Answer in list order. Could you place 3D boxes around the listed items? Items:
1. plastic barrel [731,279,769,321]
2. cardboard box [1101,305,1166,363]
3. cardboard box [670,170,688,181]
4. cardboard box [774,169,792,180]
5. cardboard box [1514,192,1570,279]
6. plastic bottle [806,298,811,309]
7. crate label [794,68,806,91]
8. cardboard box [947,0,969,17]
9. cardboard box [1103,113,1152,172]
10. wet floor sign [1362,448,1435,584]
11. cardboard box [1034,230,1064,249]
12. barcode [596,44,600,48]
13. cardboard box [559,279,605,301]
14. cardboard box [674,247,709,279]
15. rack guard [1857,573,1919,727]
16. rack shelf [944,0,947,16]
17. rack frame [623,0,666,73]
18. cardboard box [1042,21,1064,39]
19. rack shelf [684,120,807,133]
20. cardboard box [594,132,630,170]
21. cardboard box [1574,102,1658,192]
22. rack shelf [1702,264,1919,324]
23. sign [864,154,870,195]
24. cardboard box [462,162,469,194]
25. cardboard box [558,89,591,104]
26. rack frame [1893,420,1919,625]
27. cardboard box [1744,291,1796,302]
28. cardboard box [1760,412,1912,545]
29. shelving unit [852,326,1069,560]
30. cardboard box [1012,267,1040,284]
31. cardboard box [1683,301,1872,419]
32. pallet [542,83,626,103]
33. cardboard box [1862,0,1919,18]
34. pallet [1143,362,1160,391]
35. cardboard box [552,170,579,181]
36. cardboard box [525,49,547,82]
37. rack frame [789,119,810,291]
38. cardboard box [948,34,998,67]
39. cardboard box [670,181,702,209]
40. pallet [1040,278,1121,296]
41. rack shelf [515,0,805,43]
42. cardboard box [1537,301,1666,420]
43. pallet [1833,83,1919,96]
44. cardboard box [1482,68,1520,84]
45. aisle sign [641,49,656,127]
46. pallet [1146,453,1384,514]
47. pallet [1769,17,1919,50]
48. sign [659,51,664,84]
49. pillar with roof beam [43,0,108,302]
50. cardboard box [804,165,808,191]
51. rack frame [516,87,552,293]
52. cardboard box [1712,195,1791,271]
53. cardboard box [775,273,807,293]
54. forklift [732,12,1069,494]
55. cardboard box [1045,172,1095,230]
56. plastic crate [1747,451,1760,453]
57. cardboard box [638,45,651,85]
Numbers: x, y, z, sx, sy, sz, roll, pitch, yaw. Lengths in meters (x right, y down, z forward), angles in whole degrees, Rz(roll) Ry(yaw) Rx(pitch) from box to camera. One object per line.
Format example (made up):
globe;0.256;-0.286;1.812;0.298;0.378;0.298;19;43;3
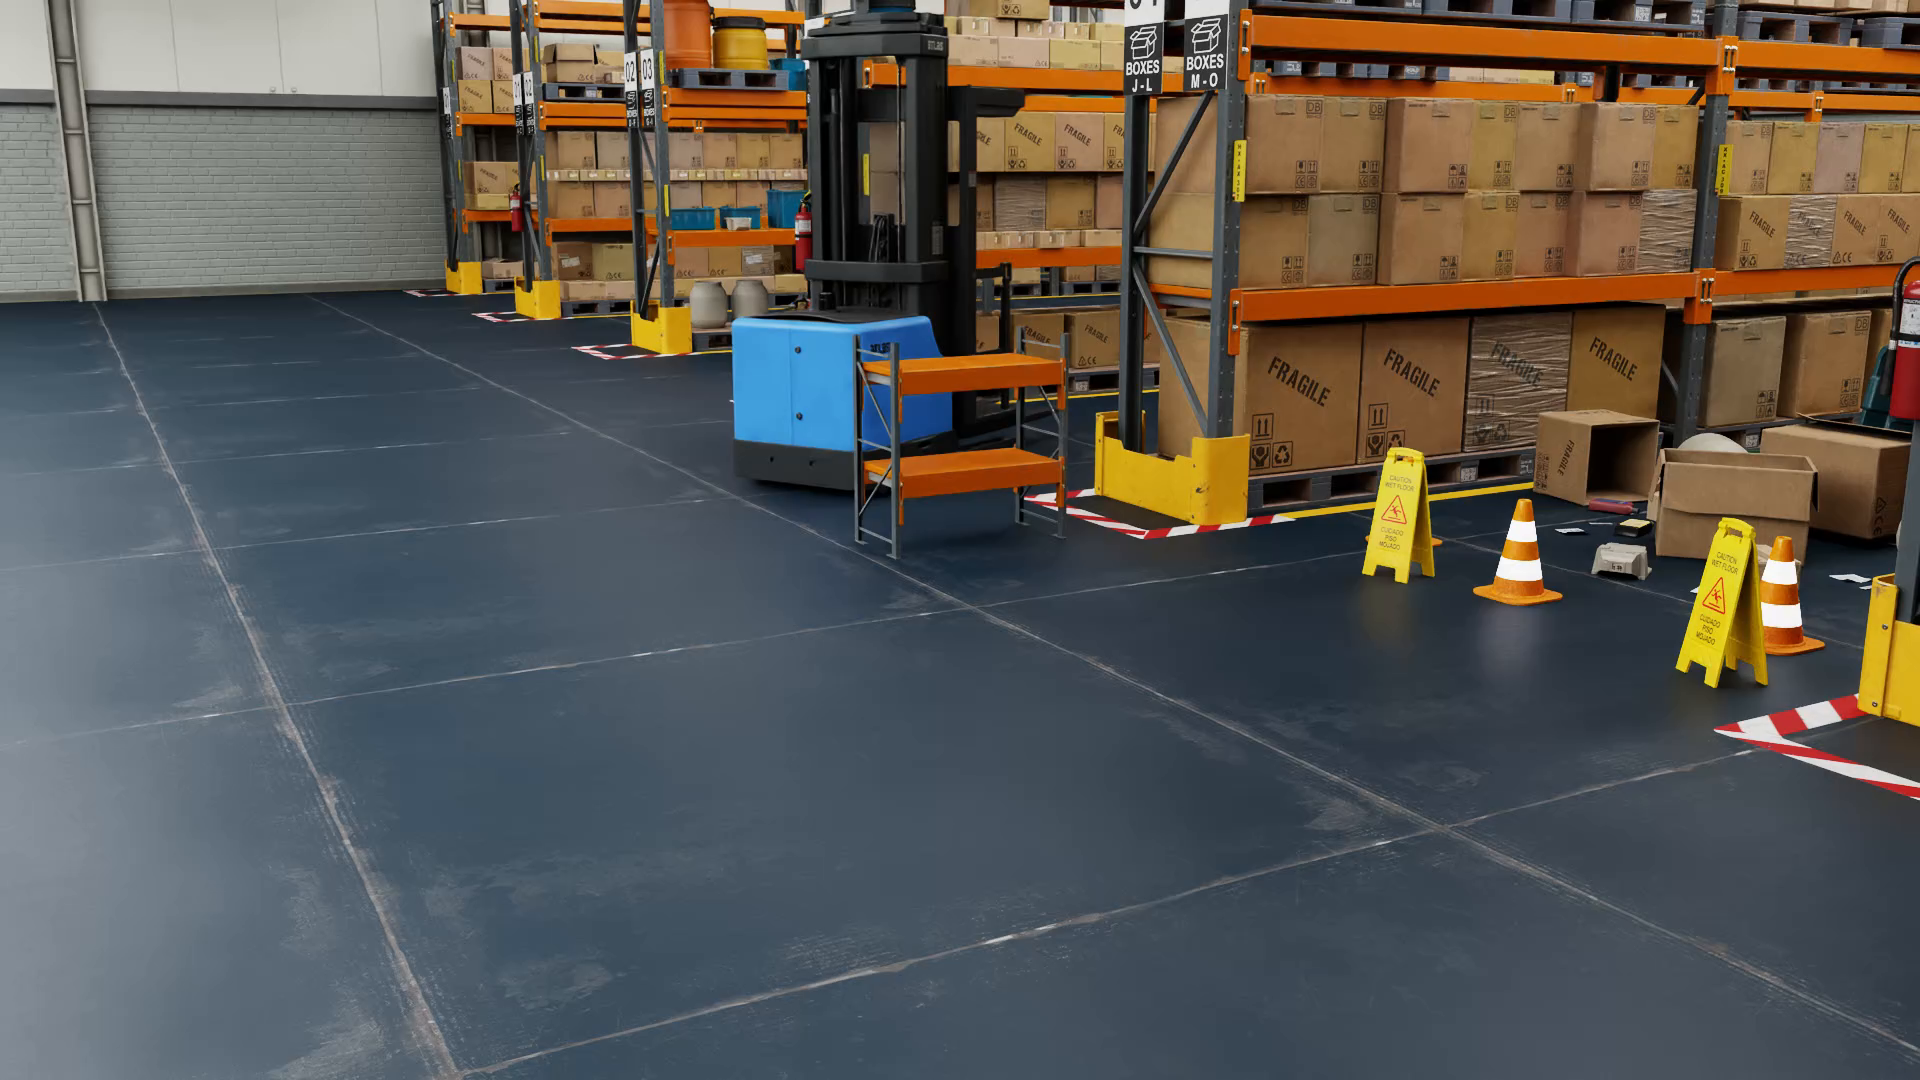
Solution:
plastic barrel;-2.408;-2.720;19.073;0.421;0.512;0.421;0;13;0
cardboard box;1.625;-1.948;15.668;0.500;0.500;0.500;-2;13;-10
cardboard box;-3.962;-5.074;23.117;0.250;0.149;0.380;-7;14;-27
cardboard box;-2.602;-5.238;23.845;0.250;0.149;0.380;-7;15;-29
cardboard box;3.462;-2.028;10.945;0.550;0.550;0.875;-7;14;-28
plastic bottle;-1.753;-2.777;19.818;0.135;0.276;0.152;-7;14;-27
crate label;-1.588;-5.116;18.518;0.408;0.251;0.502;-7;14;-28
cardboard box;0.223;-4.751;14.511;0.500;0.500;0.500;-7;14;-28
cardboard box;1.354;-3.534;14.800;0.500;0.500;0.500;-7;14;-28
wet floor sign;2.195;-0.138;8.252;0.232;0.644;0.267;-10;16;-38
cardboard box;0.711;-2.638;14.572;0.250;0.149;0.380;-7;14;-28
barcode;-6.051;-8.249;27.772;0.075;0.075;0.001;-7;14;-28
cardboard box;-5.182;-3.424;22.798;0.500;0.250;0.500;-7;14;-28
cardboard box;-3.864;-3.947;23.414;0.500;0.500;0.500;-7;14;-28
rack guard;3.799;0.484;5.821;0.348;0.500;1.175;-7;14;-28
rack shelf;-1.634;-6.183;18.638;4.000;0.370;1.077;-7;14;-28
rack frame;-3.389;-6.519;17.580;0.127;3.000;1.000;-7;14;-28
cardboard box;0.691;-4.372;14.307;0.250;0.149;0.380;-7;14;-28
rack shelf;-2.870;-7.245;29.277;4.000;0.370;1.077;-7;14;-28
cardboard box;-4.838;-5.337;22.811;0.500;0.500;0.700;-7;15;-29
cardboard box;4.015;-2.579;10.938;0.550;0.550;0.875;-7;14;-28
rack shelf;6.538;-1.951;12.586;4.000;0.370;1.077;-7;14;-28
sign;-0.756;-2.955;13.438;0.005;0.325;0.100;-7;14;-28
cardboard box;-7.824;-5.894;27.056;0.500;0.500;0.500;-7;14;-28
cardboard box;-6.321;-7.176;27.057;0.500;0.500;0.500;-6;14;-24
rack frame;3.732;-0.728;5.511;0.127;3.000;1.000;-7;14;-28
cardboard box;8.965;-2.997;19.478;0.875;0.875;1.225;-7;14;-28
cardboard box;4.878;-0.349;9.204;0.503;0.637;0.797;-7;14;-28
shelving unit;0.006;-0.549;8.989;1.048;1.125;0.538;-7;14;-28
cardboard box;0.918;-4.150;26.023;0.500;0.250;0.500;-6;14;-27
cardboard box;6.133;-1.383;12.588;0.750;0.750;1.050;-7;14;-28
pallet;-5.126;-6.037;22.471;1.213;0.211;1.003;-7;14;-28
cardboard box;6.902;-4.042;11.993;0.500;0.500;0.500;-7;14;-28
pallet;1.922;-1.621;15.829;1.213;0.211;1.003;-7;14;-28
cardboard box;-5.312;-4.912;22.399;0.250;0.149;0.380;-7;14;-28
cardboard box;-6.773;-7.604;26.682;0.500;0.500;0.500;-6;14;-26
rack frame;-2.248;-4.968;24.352;0.127;3.000;1.000;-7;14;-28
cardboard box;-0.020;-4.084;13.935;0.500;0.250;0.500;-7;15;-29
cardboard box;-3.986;-4.806;23.404;0.500;0.500;0.700;-6;14;-26
pallet;1.936;-4.099;26.844;1.213;0.211;1.003;-7;14;-28
rack shelf;-4.004;-7.138;22.881;4.000;0.370;1.077;-7;14;-28
cardboard box;4.197;-1.208;11.526;0.875;0.875;0.875;-7;14;-27
pallet;11.309;-5.532;20.227;1.213;0.211;1.003;-7;14;-28
cardboard box;5.277;-4.717;16.748;0.500;0.250;0.500;-7;14;-28
aisle sign;-3.312;-4.796;17.669;0.004;0.787;0.394;-7;14;-28
pallet;1.936;-0.410;10.450;1.213;0.211;1.003;-7;14;-28
pallet;6.774;-3.688;12.262;1.213;0.211;1.003;-6;14;-25
sign;-3.130;-4.953;17.435;0.005;0.325;0.100;-7;14;-28
pillar with roof beam;-11.140;-7.208;20.640;0.400;9.000;9.100;-7;14;-28
cardboard box;-2.605;-6.420;29.573;0.500;0.500;0.700;-7;14;-28
rack frame;-5.759;-4.547;22.482;0.127;3.000;1.000;-7;14;-28
cardboard box;5.373;-2.144;11.577;0.500;0.500;0.500;-7;14;-27
cardboard box;-2.551;-3.740;24.204;0.500;0.250;0.500;-7;14;-28
forklift;-0.248;-1.992;11.284;1.130;2.935;3.031;8;15;31
cardboard box;0.765;-3.054;14.944;0.500;0.500;0.875;-7;14;-28
plastic crate;5.258;-0.477;10.672;0.662;0.188;0.450;0;3;1
cardboard box;-4.171;-6.454;22.622;0.500;0.500;0.500;-7;14;-28
